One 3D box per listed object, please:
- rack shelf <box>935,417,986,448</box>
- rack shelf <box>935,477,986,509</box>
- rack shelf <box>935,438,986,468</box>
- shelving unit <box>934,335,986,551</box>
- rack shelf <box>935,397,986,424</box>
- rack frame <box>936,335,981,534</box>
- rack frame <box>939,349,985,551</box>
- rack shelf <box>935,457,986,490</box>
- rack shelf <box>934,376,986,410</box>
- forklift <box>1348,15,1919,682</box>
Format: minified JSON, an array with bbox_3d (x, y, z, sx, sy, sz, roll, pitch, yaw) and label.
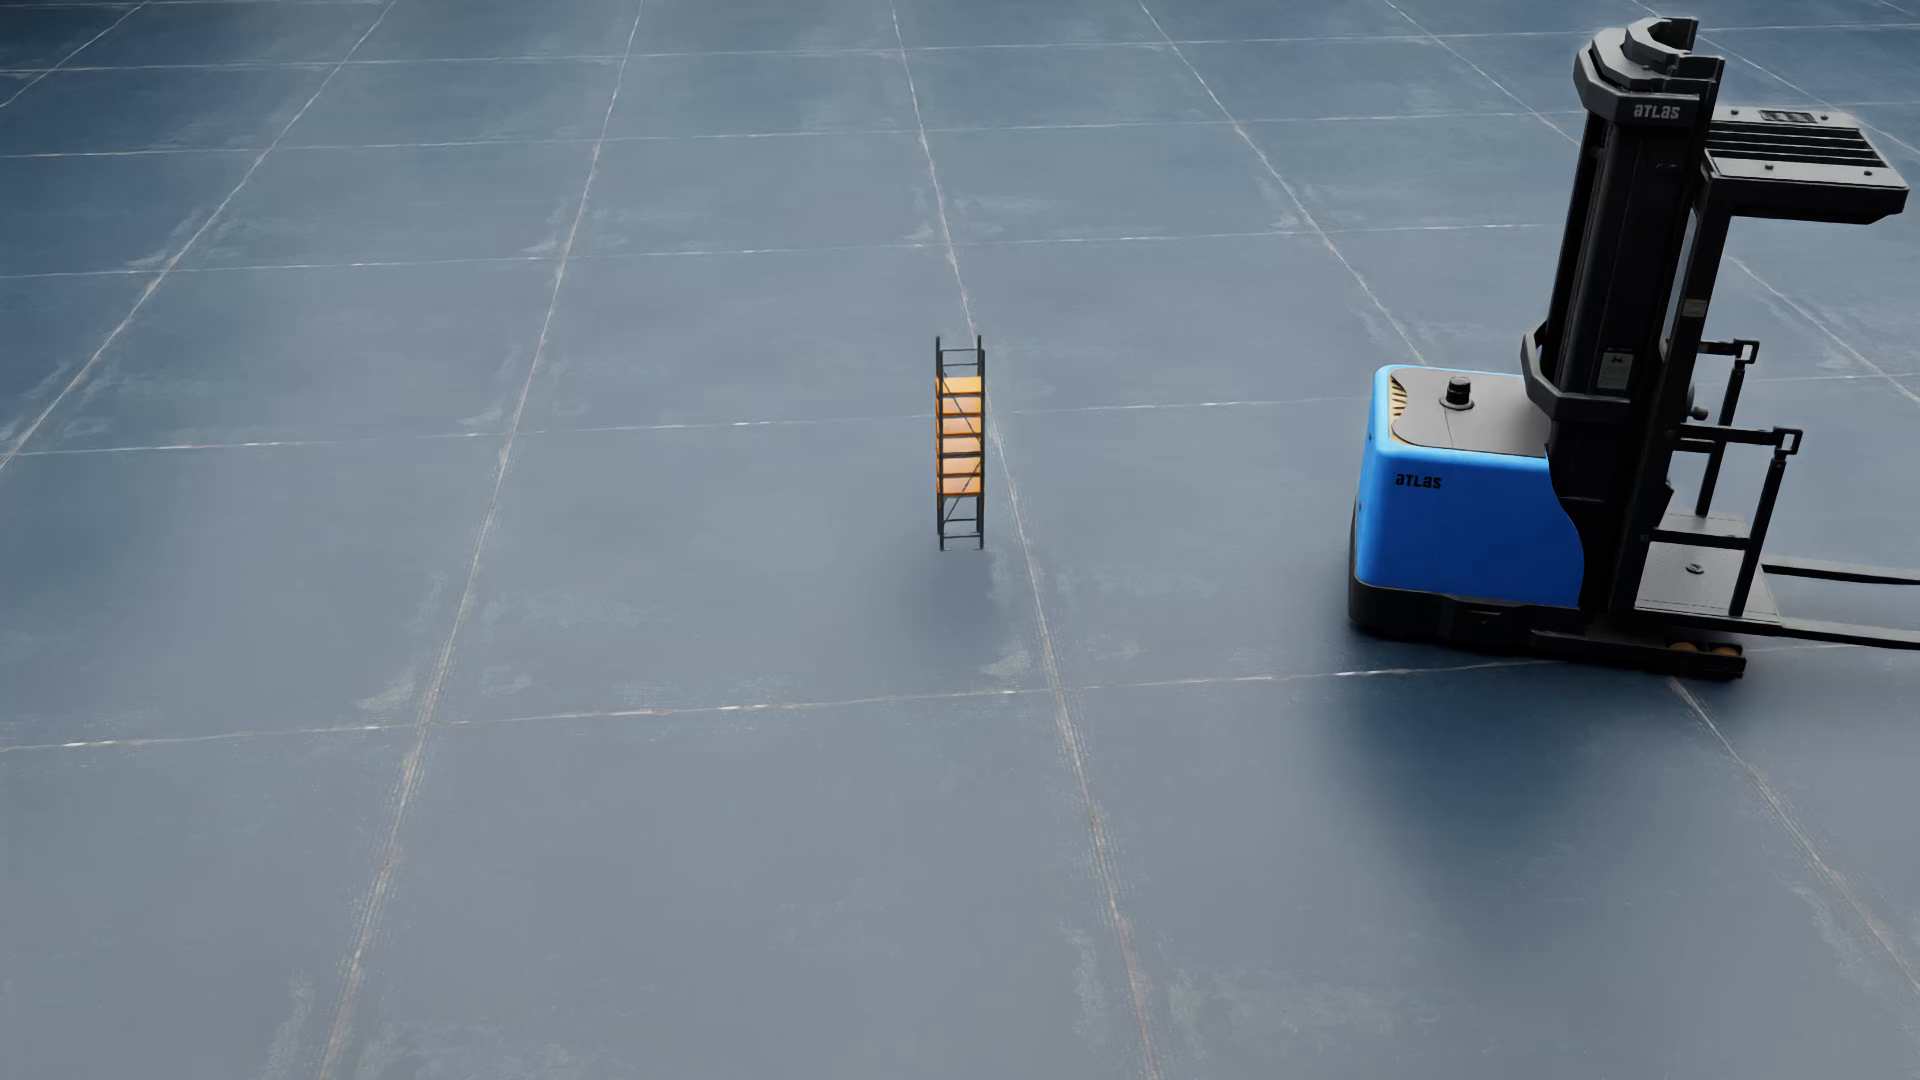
[{"bbox_3d":[0.001,-0.573,8.891,0.258,0.103,0.180,-3,31,-5],"label":"rack shelf"},{"bbox_3d":[0.001,-0.264,9.076,0.258,0.103,0.180,-3,31,-5],"label":"rack shelf"},{"bbox_3d":[0.001,-0.470,8.953,0.258,0.103,0.180,-3,31,-5],"label":"rack shelf"},{"bbox_3d":[0.001,-0.508,8.930,0.258,1.200,0.189,-3,31,-5],"label":"shelving unit"},{"bbox_3d":[0.001,-0.676,8.830,0.258,0.103,0.180,-3,31,-5],"label":"rack shelf"},{"bbox_3d":[-0.007,-0.554,9.008,0.240,1.200,0.006,-3,31,-5],"label":"rack frame"},{"bbox_3d":[0.010,-0.461,8.852,0.240,1.200,0.006,-3,31,-5],"label":"rack frame"},{"bbox_3d":[0.001,-0.367,9.014,0.258,0.103,0.180,-3,31,-5],"label":"rack shelf"},{"bbox_3d":[0.001,-0.779,8.768,0.258,0.103,0.180,-3,31,-5],"label":"rack shelf"},{"bbox_3d":[3.550,-0.868,7.846,3.031,2.935,1.130,6,31,10],"label":"forklift"}]
